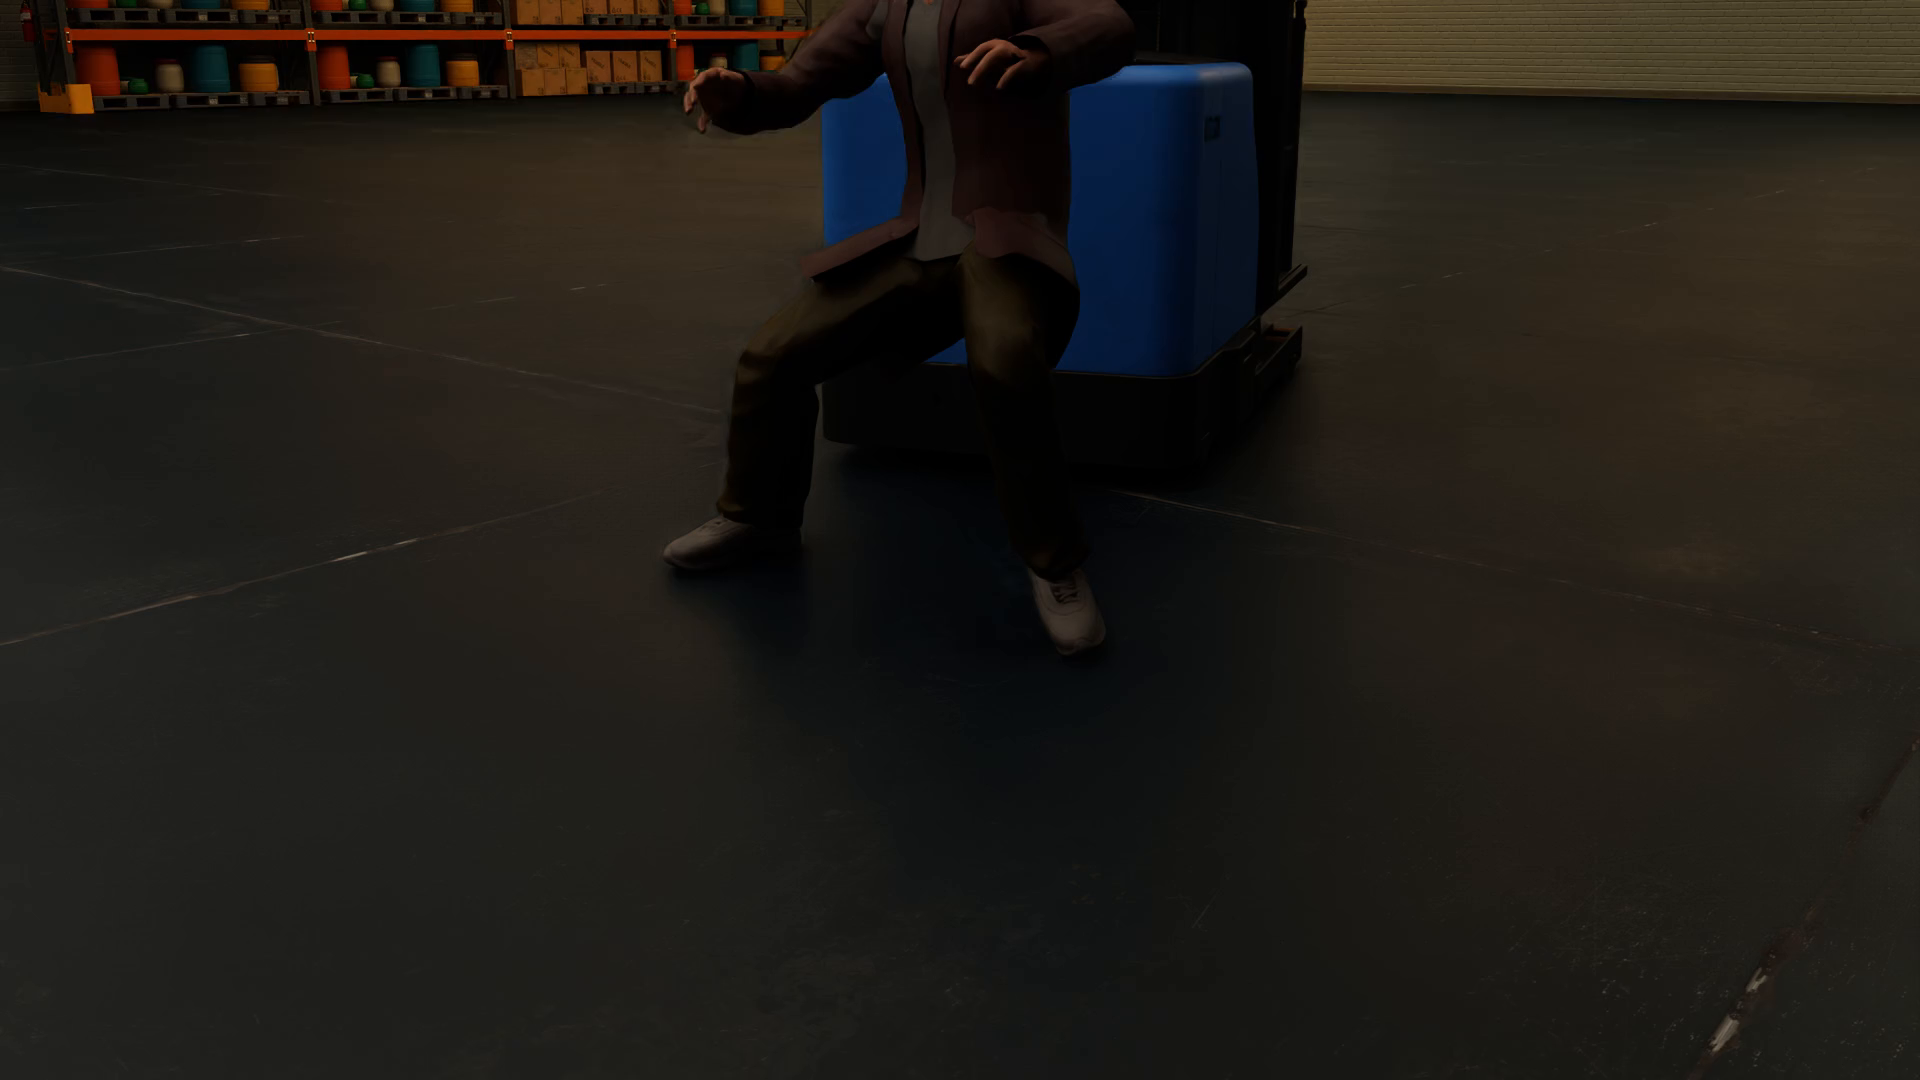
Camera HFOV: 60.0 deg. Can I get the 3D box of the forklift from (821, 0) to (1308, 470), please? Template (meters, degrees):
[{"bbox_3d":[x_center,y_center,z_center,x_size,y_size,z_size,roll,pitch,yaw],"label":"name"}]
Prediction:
[{"bbox_3d":[0.582,-1.973,5.395,1.130,2.935,3.031,6,18,18],"label":"forklift"}]

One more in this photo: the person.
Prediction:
[{"bbox_3d":[-0.117,-0.609,3.306,0.766,1.533,1.070,-15,22,-40],"label":"person"}]
